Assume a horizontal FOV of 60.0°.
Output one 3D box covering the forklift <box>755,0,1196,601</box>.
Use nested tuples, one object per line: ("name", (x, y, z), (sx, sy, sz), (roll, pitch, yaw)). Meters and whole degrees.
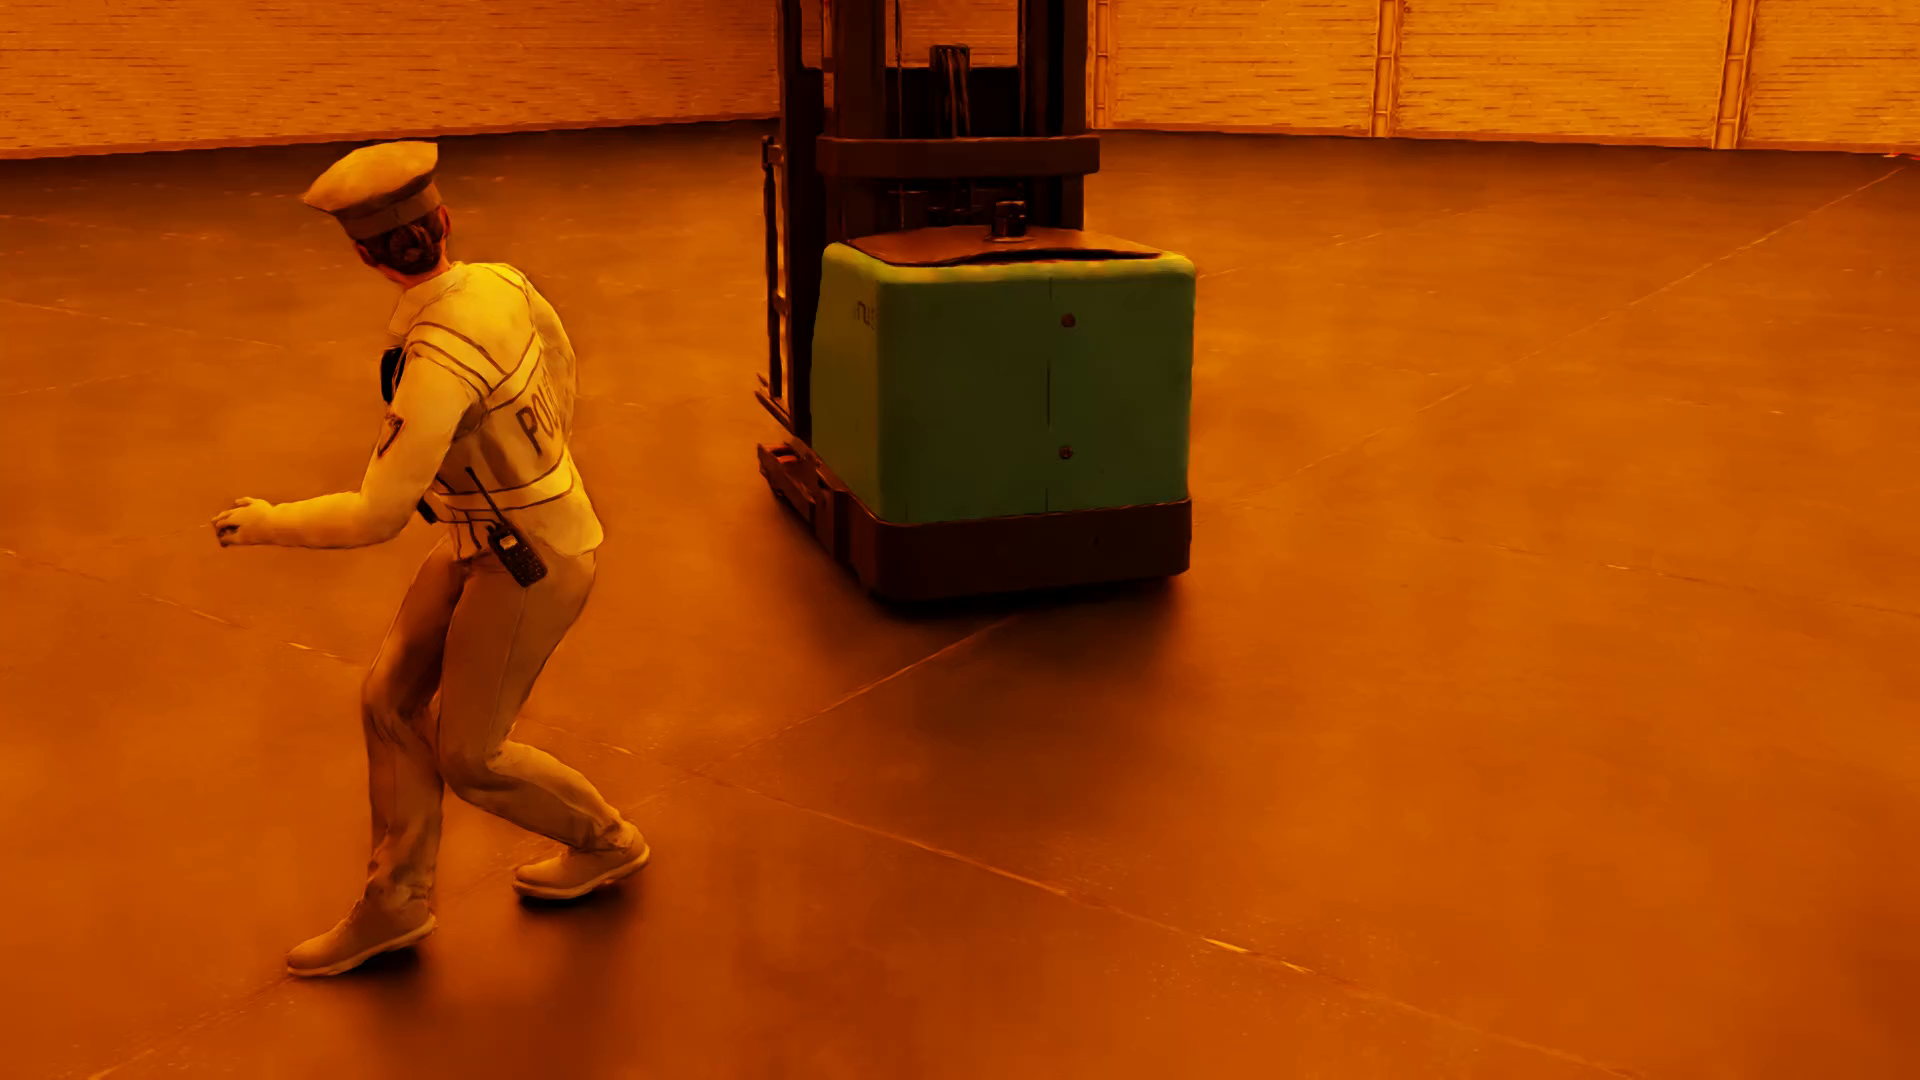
("forklift", (-0.178, -1.599, 6.182), (1.130, 2.935, 3.031), (-5, 17, -17))

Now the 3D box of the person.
("person", (-1.039, 0.013, 3.256), (0.753, 1.553, 0.722), (-6, 18, -18))
